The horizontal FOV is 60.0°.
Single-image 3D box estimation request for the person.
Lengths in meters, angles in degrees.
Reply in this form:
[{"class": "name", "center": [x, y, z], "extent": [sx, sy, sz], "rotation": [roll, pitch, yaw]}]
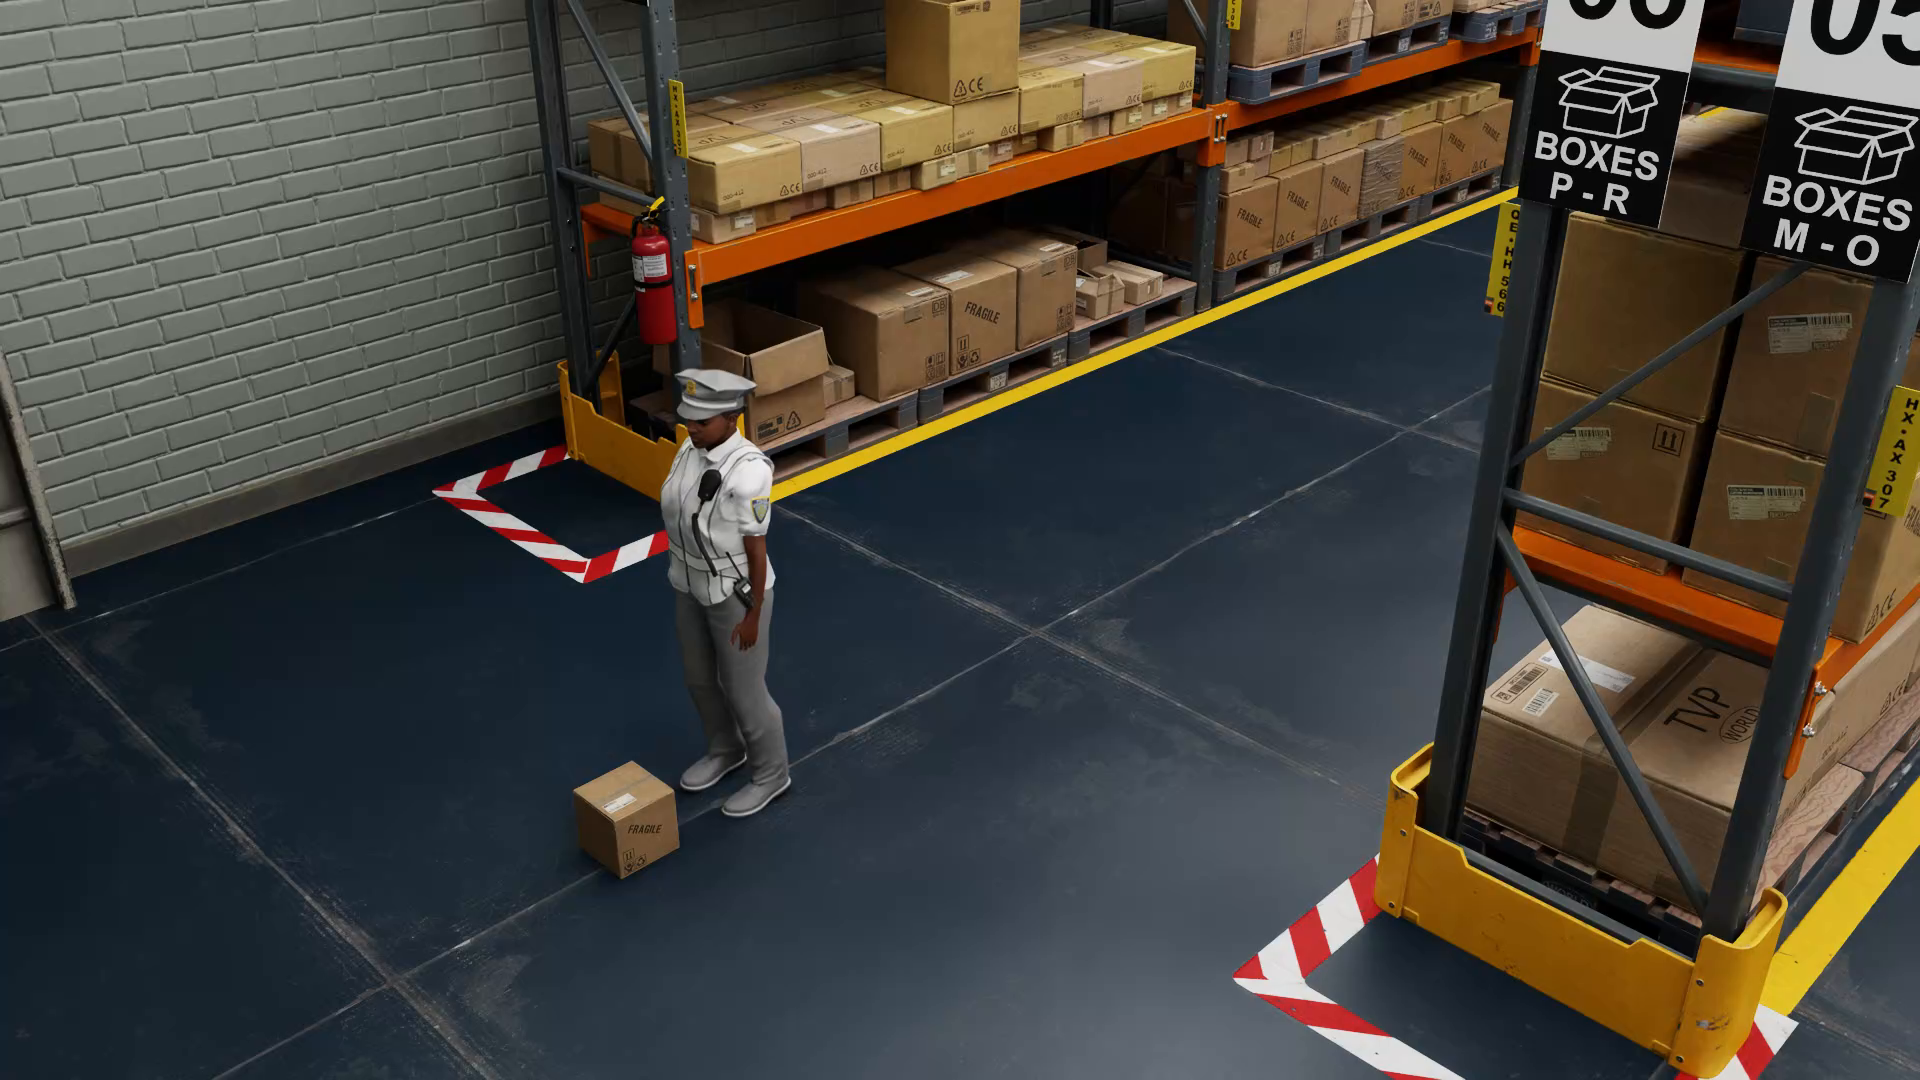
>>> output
[{"class": "person", "center": [-0.821, 0.189, 5.757], "extent": [0.341, 1.675, 0.435], "rotation": [-24, 36, -38]}]
